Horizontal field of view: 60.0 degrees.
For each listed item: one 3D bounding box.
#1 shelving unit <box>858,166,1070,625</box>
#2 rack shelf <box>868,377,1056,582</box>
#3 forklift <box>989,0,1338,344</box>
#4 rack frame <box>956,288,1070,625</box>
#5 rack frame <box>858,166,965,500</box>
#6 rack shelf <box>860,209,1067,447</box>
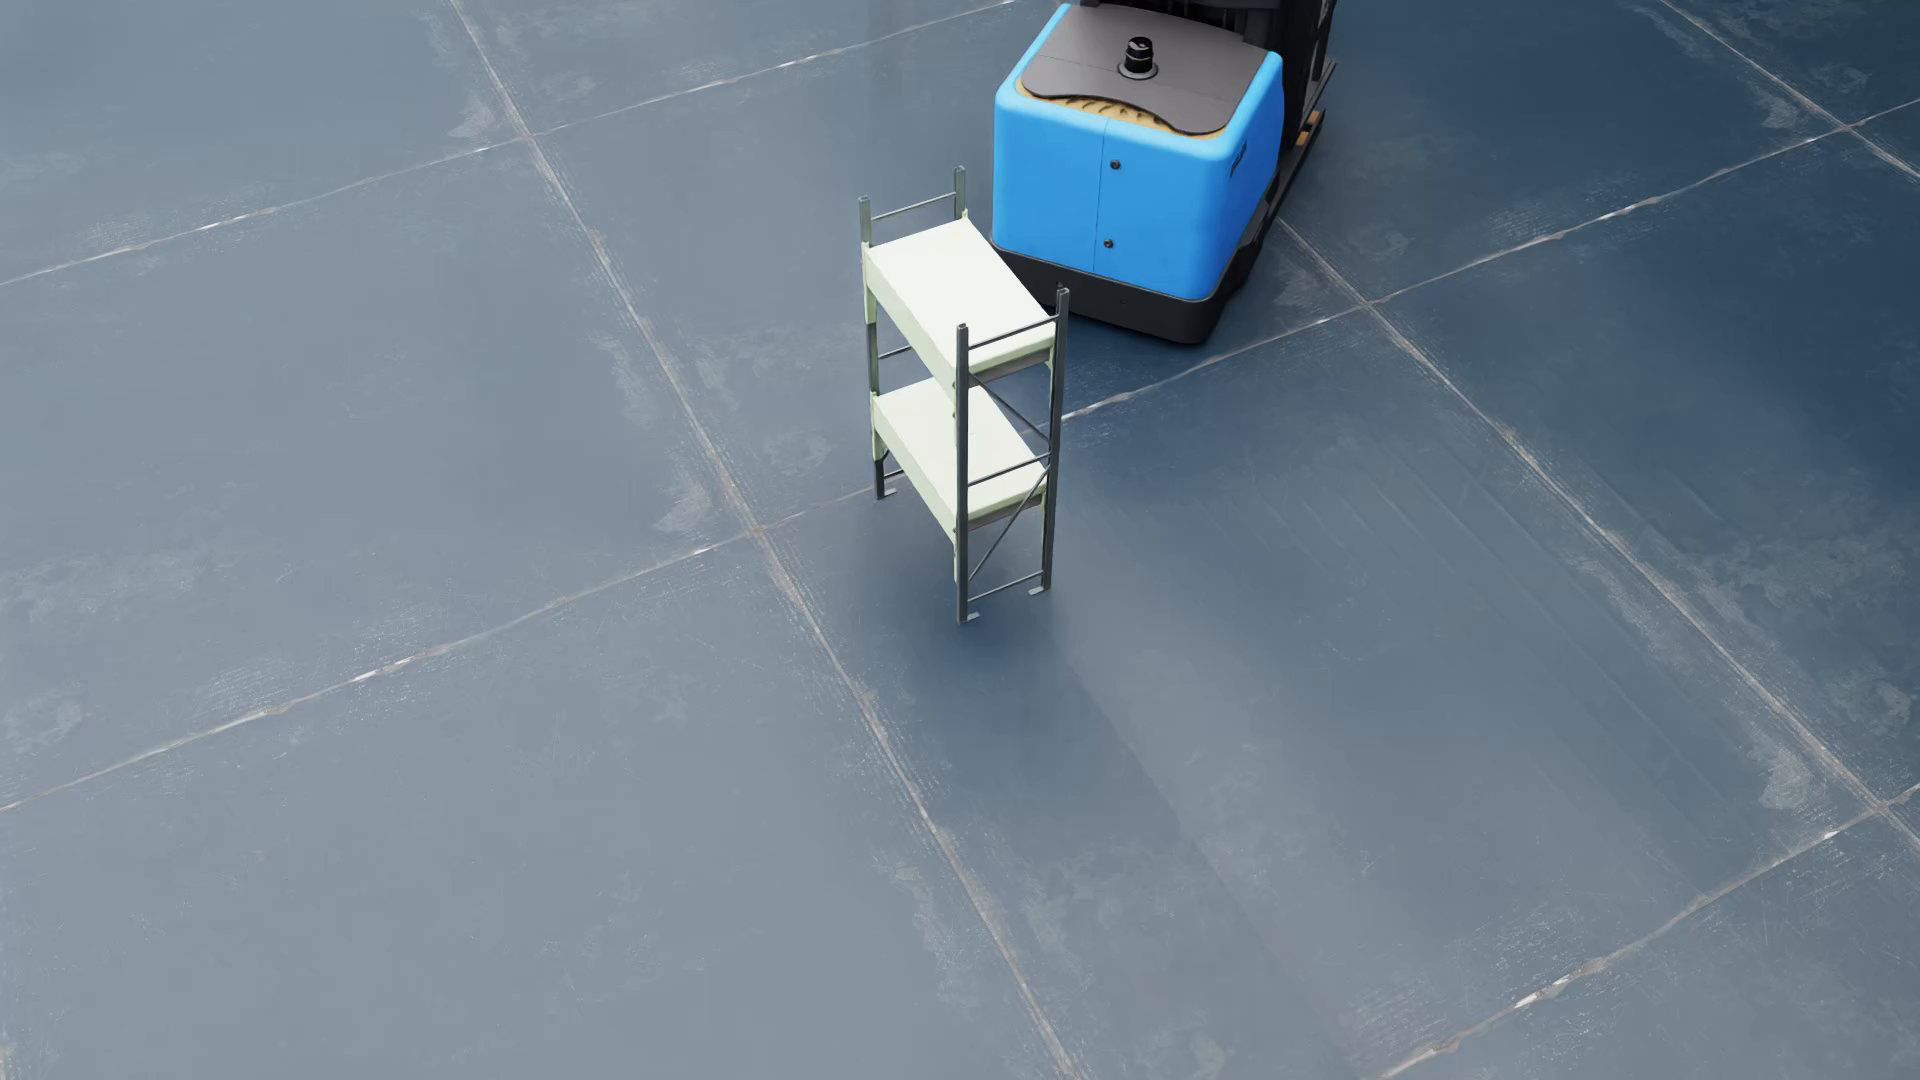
[{"bbox_3d":[0.003,-0.489,6.074,0.431,1.500,0.755,-21,52,-18],"label":"shelving unit"},{"bbox_3d":[0.003,-0.275,6.320,0.431,0.370,0.720,-21,52,-18],"label":"rack shelf"},{"bbox_3d":[1.186,-2.955,7.280,1.130,2.935,3.031,18,51,15],"label":"forklift"},{"bbox_3d":[0.171,-0.244,5.860,0.400,1.500,0.023,-21,52,-18],"label":"rack frame"},{"bbox_3d":[-0.164,-0.734,6.288,0.400,1.500,0.023,-21,52,-18],"label":"rack frame"},{"bbox_3d":[0.003,-0.746,5.780,0.431,0.370,0.720,-21,52,-18],"label":"rack shelf"}]
